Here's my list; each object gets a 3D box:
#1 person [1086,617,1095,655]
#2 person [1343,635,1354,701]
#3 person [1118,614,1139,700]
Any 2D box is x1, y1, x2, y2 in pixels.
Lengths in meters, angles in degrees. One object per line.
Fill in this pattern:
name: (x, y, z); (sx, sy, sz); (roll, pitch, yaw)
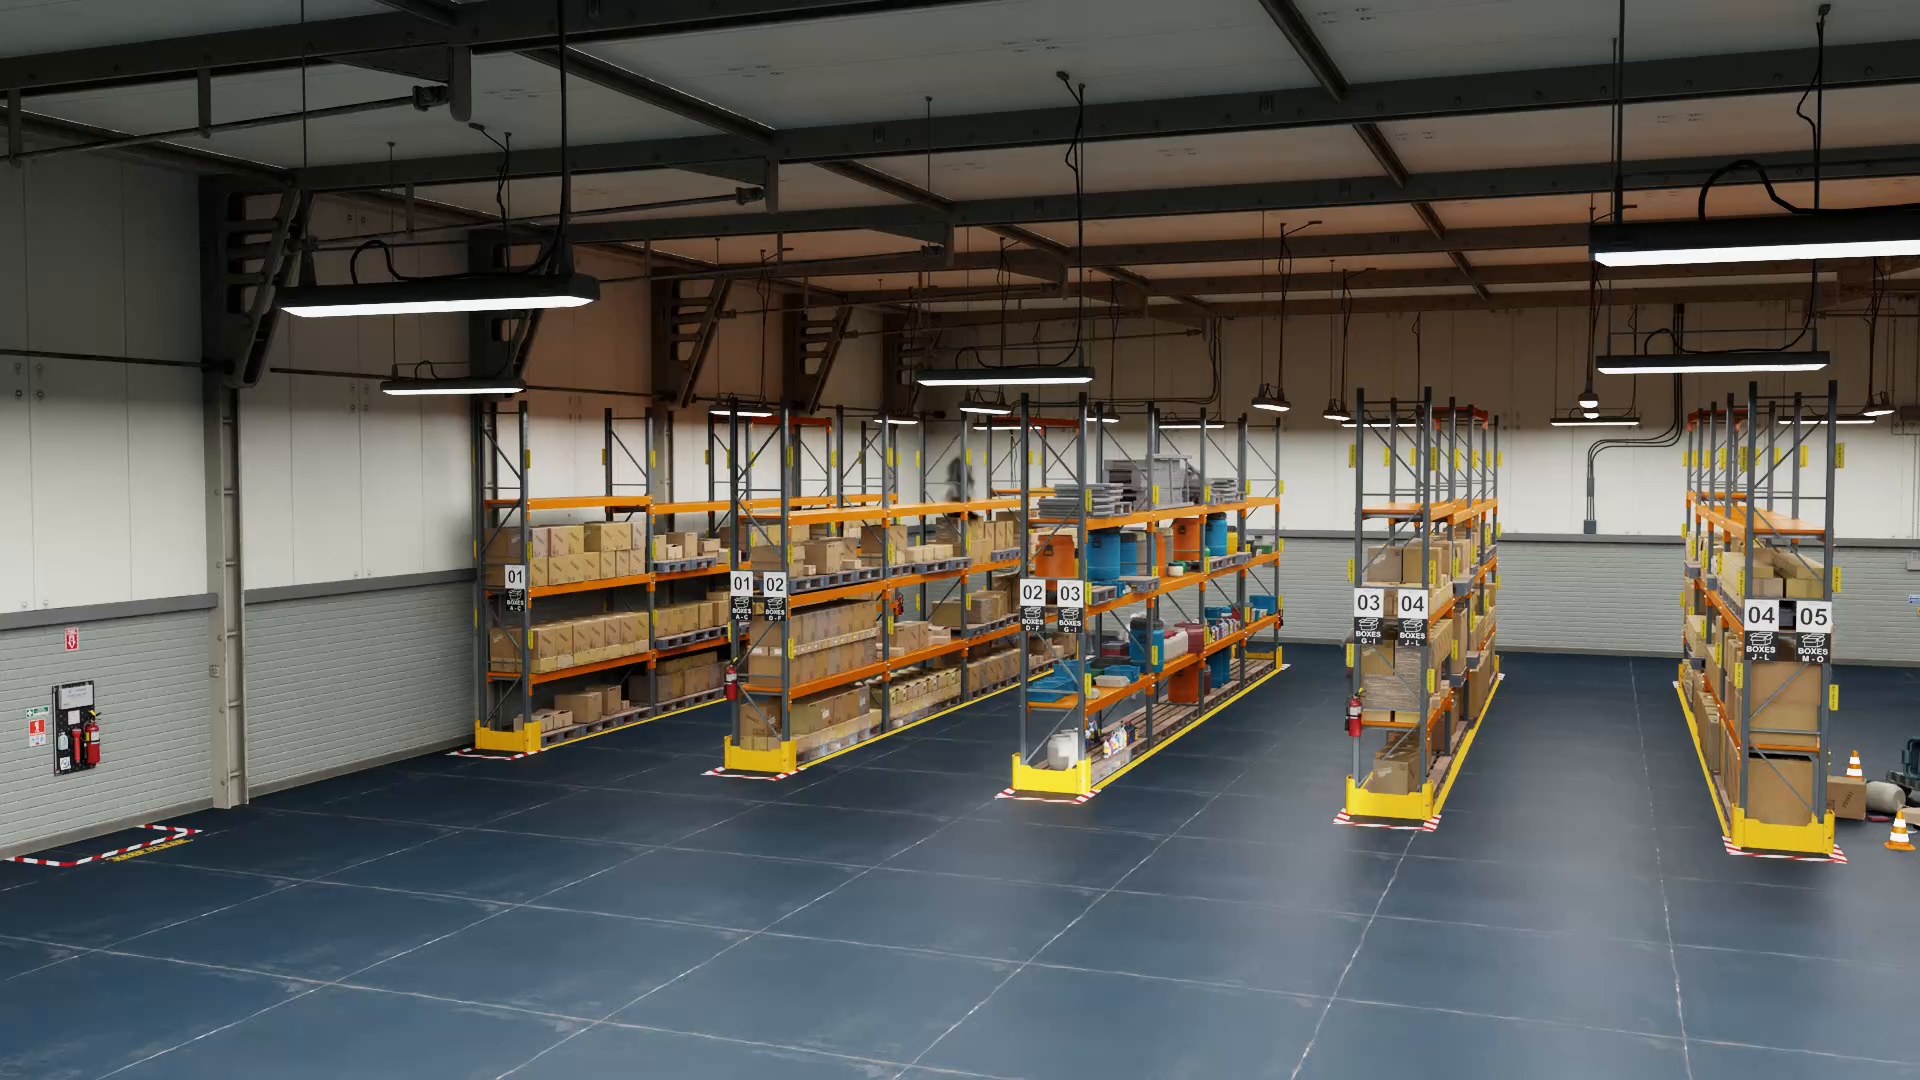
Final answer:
person: (3.086, 2.138, 42.721); (0.766, 1.633, 0.542); (2, 4, 40)
person: (7.940, 2.527, 33.115); (0.711, 1.765, 0.880); (1, 3, 27)
person: (3.635, 2.424, 34.862); (0.665, 1.775, 0.880); (1, 3, 12)
